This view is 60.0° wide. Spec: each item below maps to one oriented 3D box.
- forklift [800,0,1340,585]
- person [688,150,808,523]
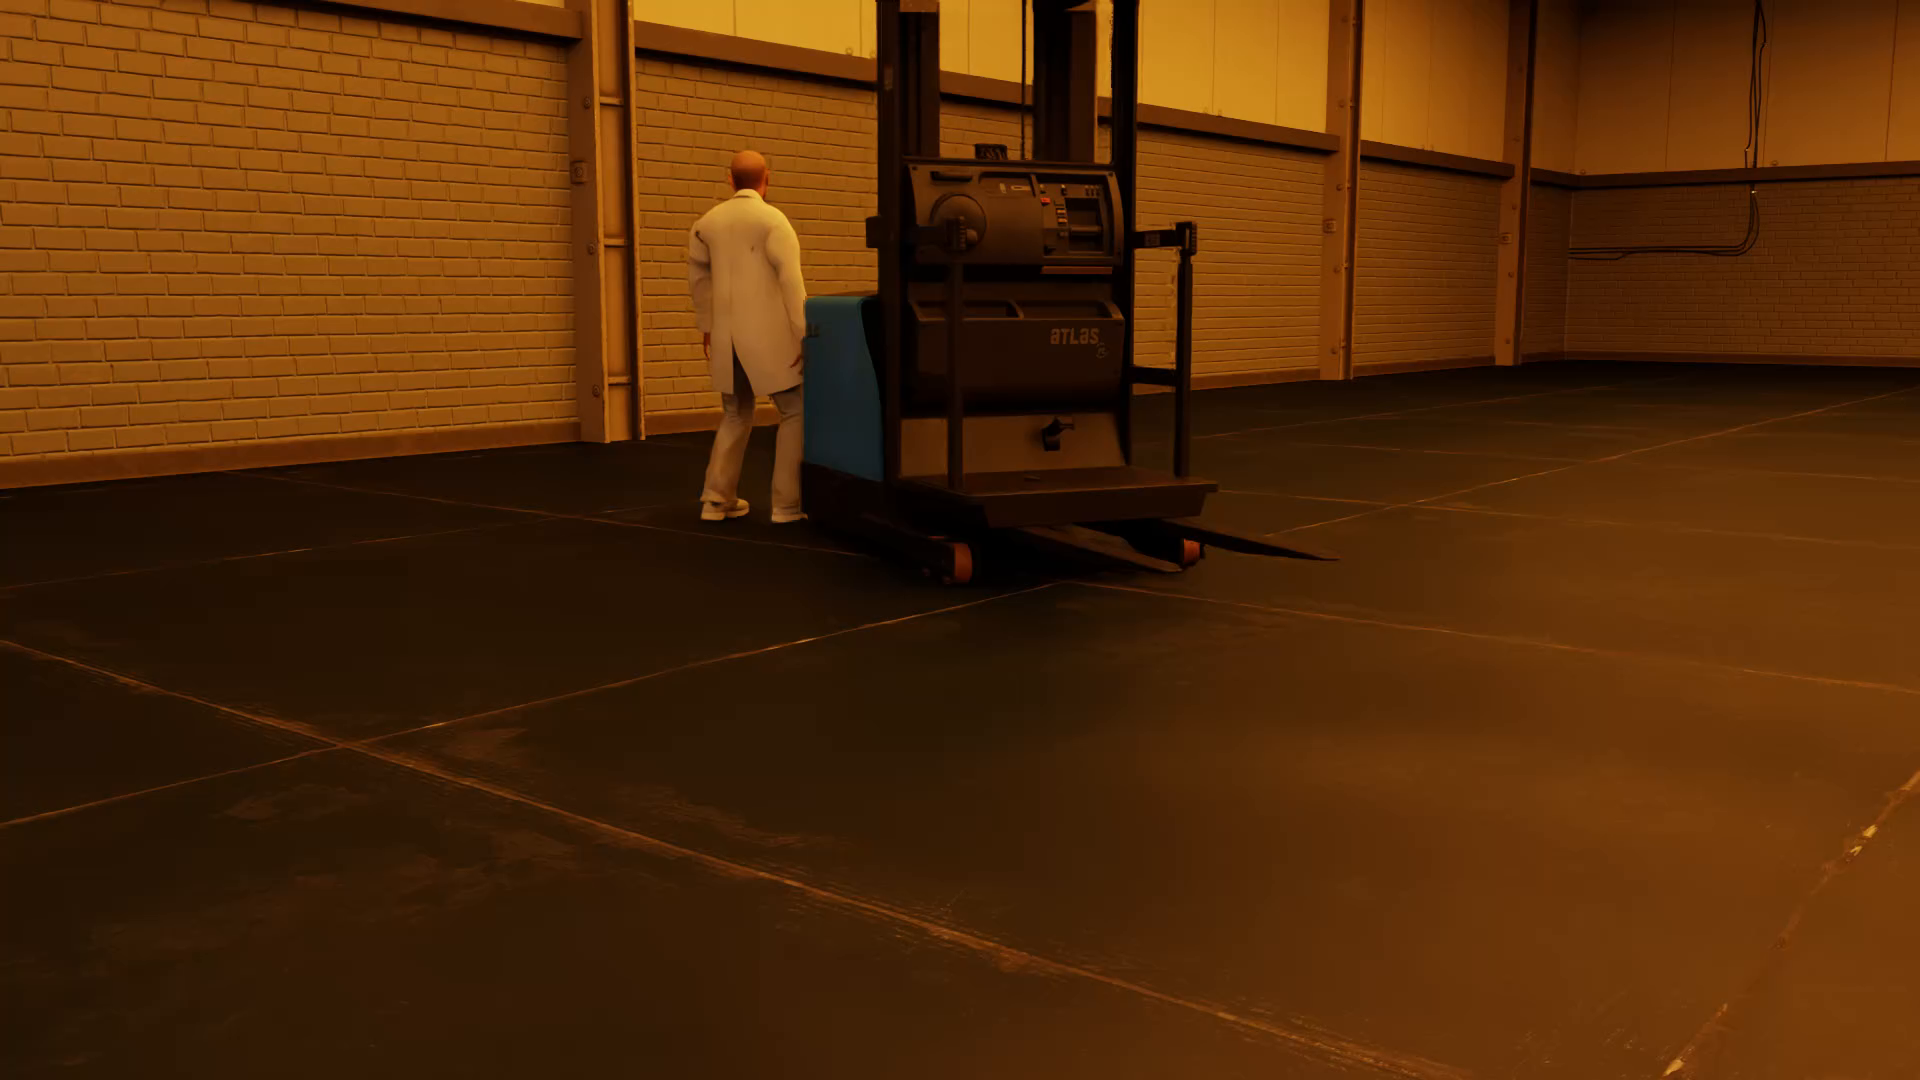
[{"bbox_3d":[0.323,-1.351,6.512,1.130,2.935,3.031,-4,9,-24],"label":"forklift"},{"bbox_3d":[-0.948,-0.964,7.949,0.800,1.752,0.555,5,10,31],"label":"person"}]
